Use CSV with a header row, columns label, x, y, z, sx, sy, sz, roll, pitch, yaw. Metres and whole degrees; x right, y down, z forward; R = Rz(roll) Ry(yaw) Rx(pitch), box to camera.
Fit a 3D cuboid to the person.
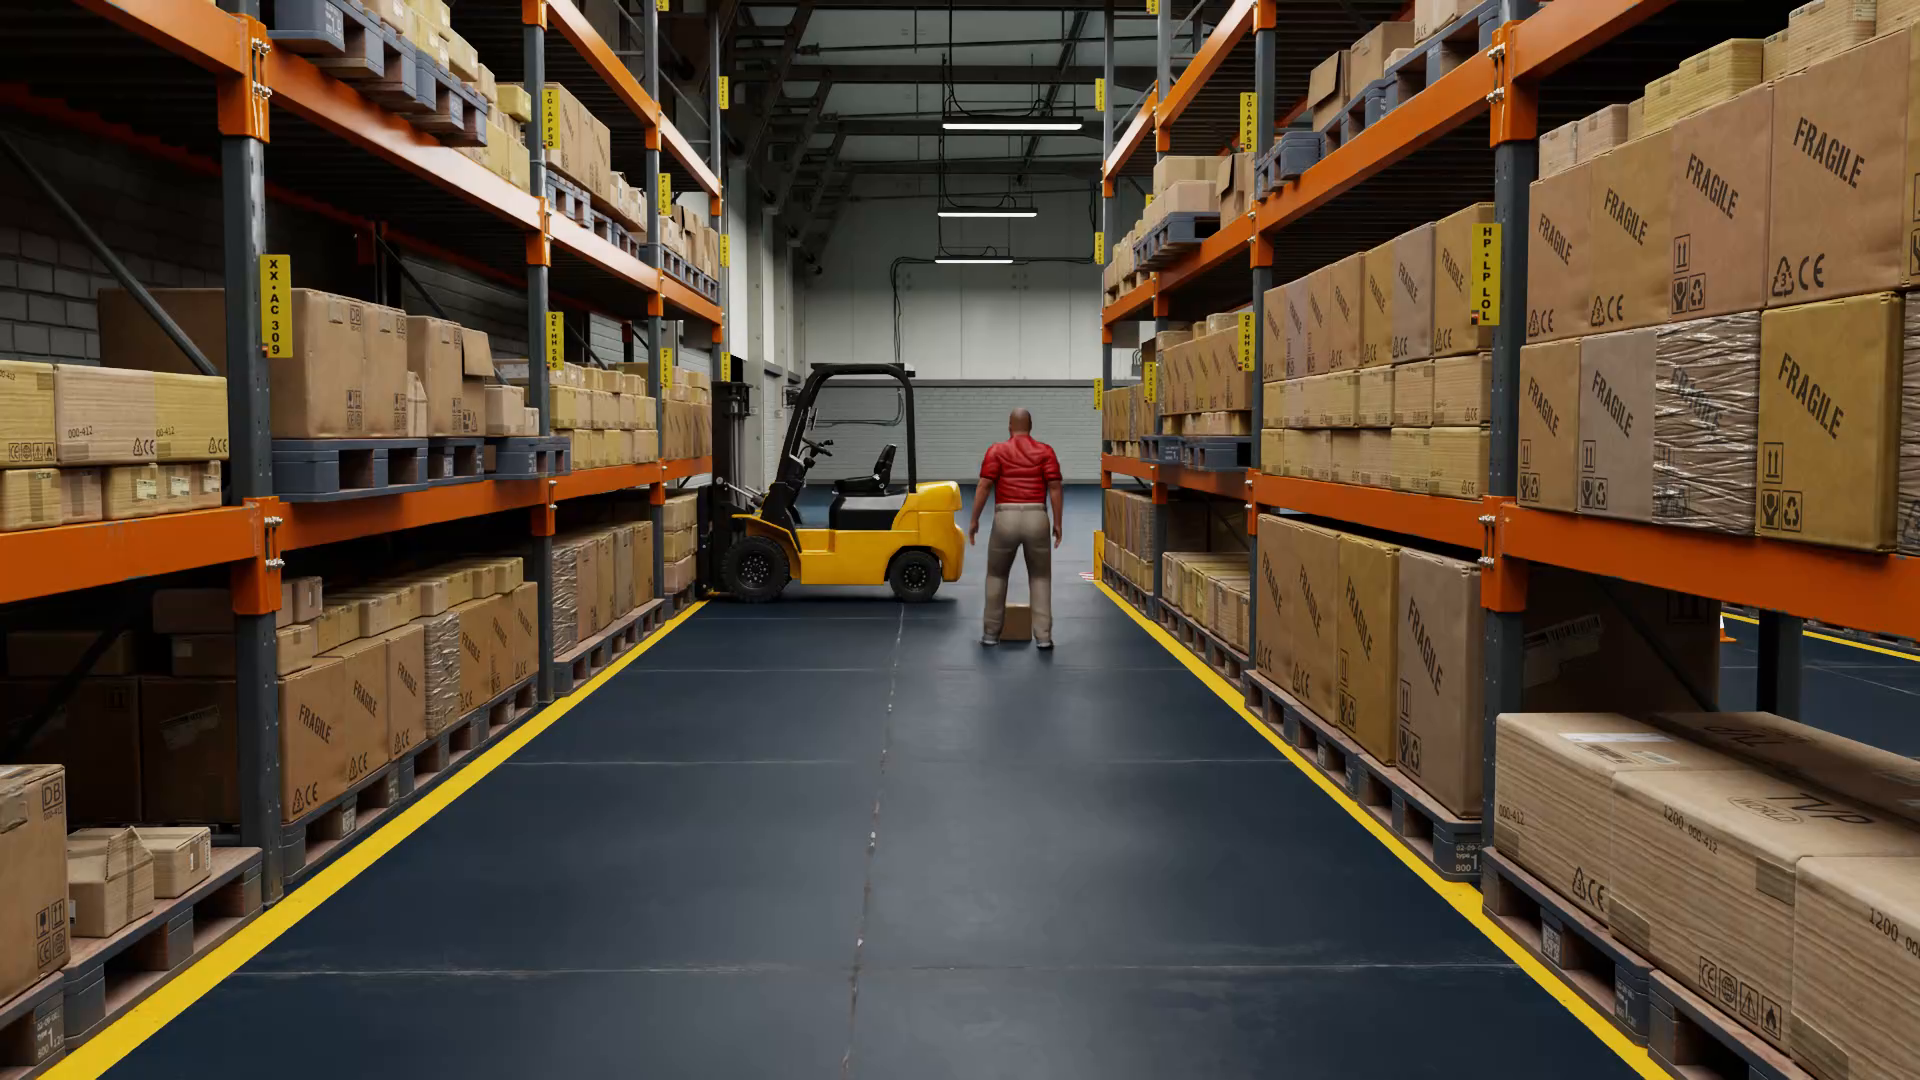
label,x,y,z,sx,sy,sz,roll,pitch,yaw
person,0.395,-0.084,11.912,0.674,1.721,0.498,0,4,-1
